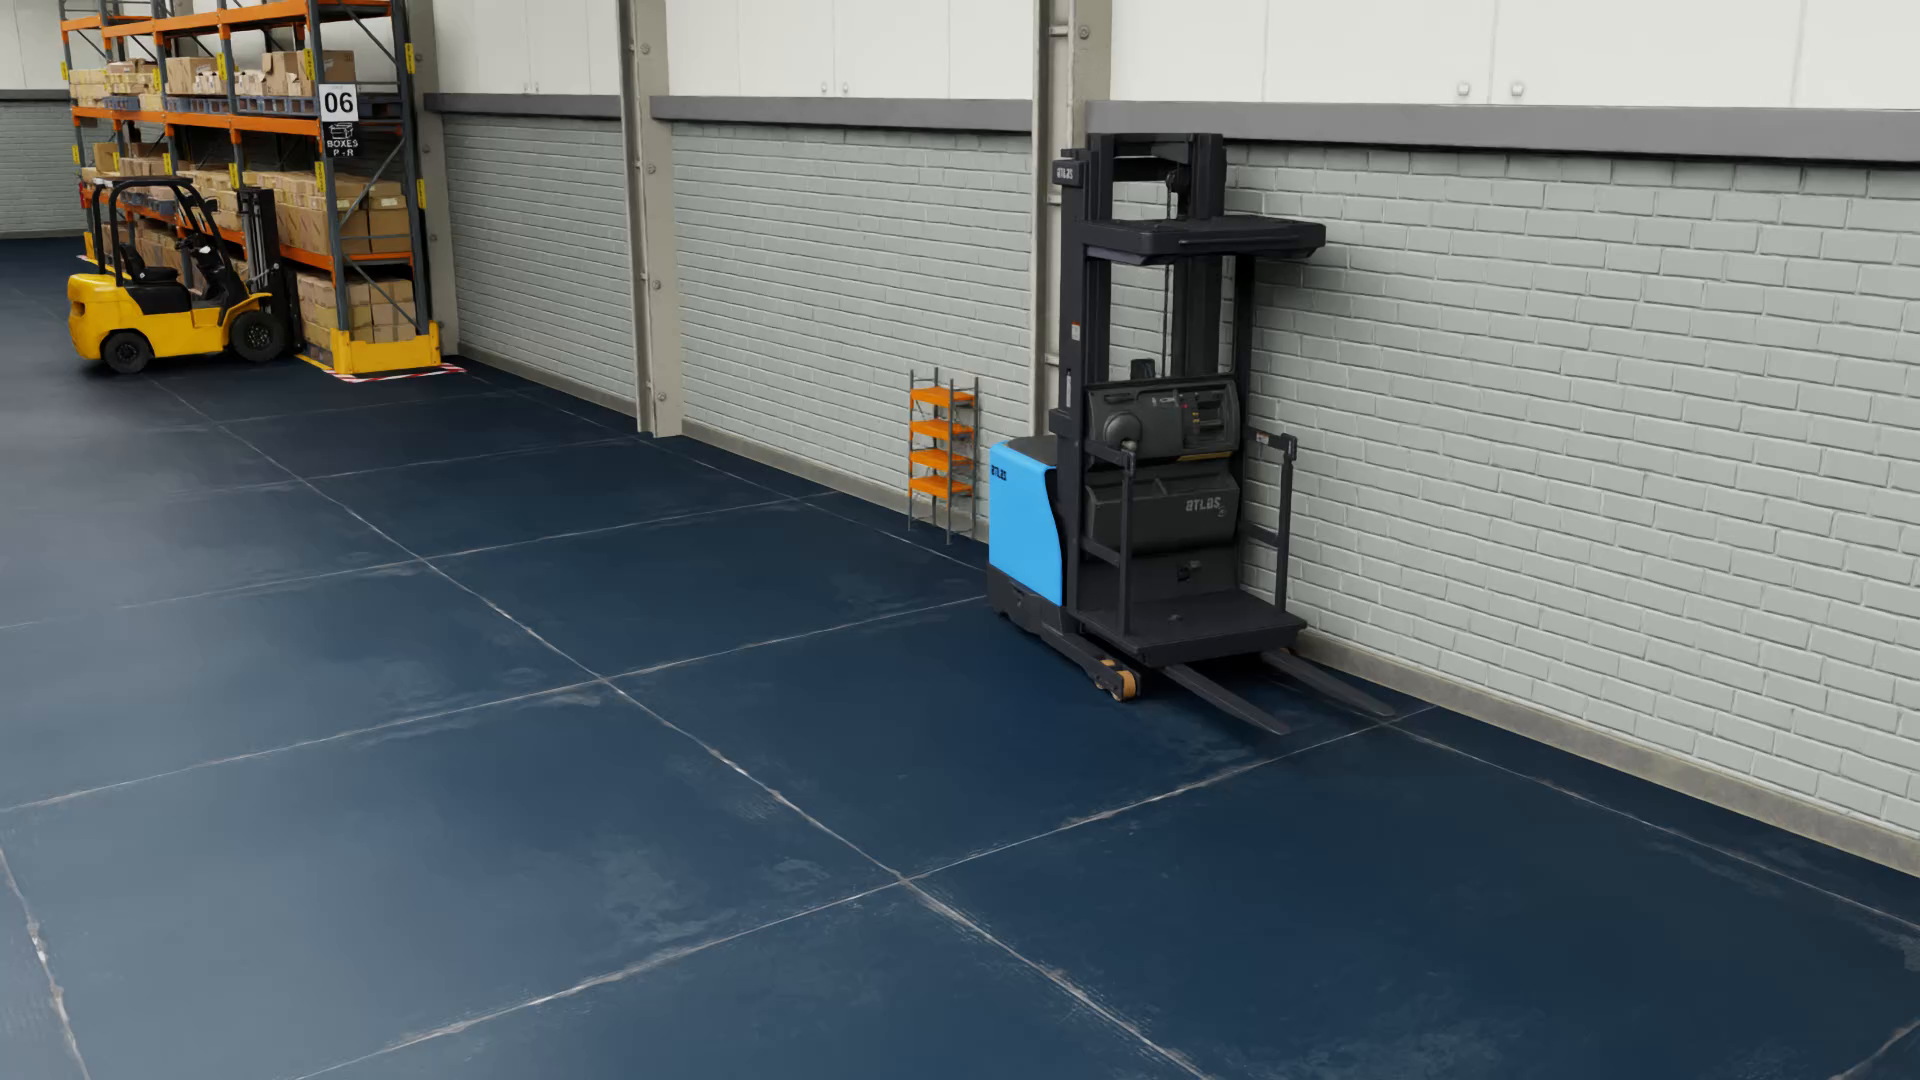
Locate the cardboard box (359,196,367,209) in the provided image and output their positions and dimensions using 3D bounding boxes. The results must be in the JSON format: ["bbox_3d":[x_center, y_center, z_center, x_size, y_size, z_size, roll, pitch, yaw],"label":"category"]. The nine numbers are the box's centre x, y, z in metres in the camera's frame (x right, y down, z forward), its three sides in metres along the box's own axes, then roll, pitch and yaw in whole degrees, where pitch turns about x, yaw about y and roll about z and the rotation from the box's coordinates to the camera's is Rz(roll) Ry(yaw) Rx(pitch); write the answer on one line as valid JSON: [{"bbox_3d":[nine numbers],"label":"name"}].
[{"bbox_3d":[-6.873,-3.978,19.509,0.380,0.149,0.250,-11,19,-35],"label":"cardboard box"}]

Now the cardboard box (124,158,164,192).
[{"bbox_3d":[-13.334,-6.026,27.425,0.700,0.500,0.500,-11,19,-34],"label":"cardboard box"}]

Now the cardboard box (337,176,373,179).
[{"bbox_3d":[-7.388,-4.365,20.360,0.380,0.149,0.250,-11,19,-36],"label":"cardboard box"}]

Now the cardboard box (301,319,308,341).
[{"bbox_3d":[-7.790,-2.605,20.324,0.500,0.250,0.500,-11,19,-34],"label":"cardboard box"}]

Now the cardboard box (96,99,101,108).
[{"bbox_3d":[-14.912,-7.659,29.172,0.380,0.149,0.250,-11,19,-34],"label":"cardboard box"}]

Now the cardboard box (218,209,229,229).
[{"bbox_3d":[-9.847,-4.416,22.814,0.500,0.250,0.500,-11,19,-35],"label":"cardboard box"}]

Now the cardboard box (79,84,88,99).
[{"bbox_3d":[-15.448,-8.042,29.815,0.500,0.250,0.500,-12,19,-36],"label":"cardboard box"}]

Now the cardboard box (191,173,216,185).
[{"bbox_3d":[-10.948,-5.255,24.177,0.380,0.149,0.250,-11,19,-34],"label":"cardboard box"}]

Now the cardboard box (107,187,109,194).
[{"bbox_3d":[-15.027,-6.264,29.755,0.380,0.149,0.250,-11,19,-35],"label":"cardboard box"}]

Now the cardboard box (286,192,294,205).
[{"bbox_3d":[-7.891,-4.123,20.040,0.380,0.149,0.250,-11,19,-34],"label":"cardboard box"}]

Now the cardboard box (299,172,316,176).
[{"bbox_3d":[-8.326,-4.684,21.527,0.380,0.149,0.250,-11,19,-35],"label":"cardboard box"}]

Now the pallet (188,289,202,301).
[{"bbox_3d":[-10.938,-3.643,24.985,1.003,0.211,1.213,-11,19,-35],"label":"pallet"}]

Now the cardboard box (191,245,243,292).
[{"bbox_3d":[-11.035,-4.091,25.045,0.875,0.625,0.625,-10,18,-33],"label":"cardboard box"}]

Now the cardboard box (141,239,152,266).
[{"bbox_3d":[-13.319,-4.770,27.762,0.500,0.500,0.500,-11,19,-35],"label":"cardboard box"}]

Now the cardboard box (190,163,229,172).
[{"bbox_3d":[-11.567,-5.554,25.703,0.500,0.500,0.500,-10,18,-32],"label":"cardboard box"}]

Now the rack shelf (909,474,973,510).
[{"bbox_3d":[-0.132,-0.354,12.090,0.258,0.148,0.480,-9,18,-35],"label":"rack shelf"}]

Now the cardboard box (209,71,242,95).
[{"bbox_3d":[-9.661,-6.087,22.134,0.500,0.311,0.500,-12,19,-36],"label":"cardboard box"}]

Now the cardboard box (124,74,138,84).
[{"bbox_3d":[-12.969,-7.292,26.281,0.380,0.149,0.250,-11,19,-34],"label":"cardboard box"}]

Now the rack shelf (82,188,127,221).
[{"bbox_3d":[-14.918,-6.104,30.057,1.077,0.370,4.000,-11,19,-35],"label":"rack shelf"}]

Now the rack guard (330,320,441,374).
[{"bbox_3d":[-6.673,-2.250,19.351,1.175,0.500,0.348,-11,19,-35],"label":"rack guard"}]

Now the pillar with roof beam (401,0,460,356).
[{"bbox_3d":[-9.849,-5.975,16.861,9.100,9.000,0.400,-11,19,-35],"label":"pillar with roof beam"}]

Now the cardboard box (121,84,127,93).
[{"bbox_3d":[-13.144,-7.201,26.513,0.380,0.149,0.250,-10,18,-33],"label":"cardboard box"}]

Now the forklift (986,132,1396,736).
[{"bbox_3d":[1.219,-0.678,9.002,1.130,2.935,3.031,-7,17,-23],"label":"forklift"}]

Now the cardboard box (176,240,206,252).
[{"bbox_3d":[-11.886,-4.545,25.712,0.380,0.149,0.250,-12,19,-37],"label":"cardboard box"}]

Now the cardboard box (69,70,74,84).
[{"bbox_3d":[-16.037,-8.503,30.553,0.500,0.250,0.500,-11,19,-35],"label":"cardboard box"}]

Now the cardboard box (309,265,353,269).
[{"bbox_3d":[-7.996,-3.383,21.273,0.500,0.250,0.500,-11,19,-34],"label":"cardboard box"}]

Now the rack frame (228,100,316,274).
[{"bbox_3d":[-9.039,-4.315,22.161,1.000,3.000,0.127,-11,19,-35],"label":"rack frame"}]

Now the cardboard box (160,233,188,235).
[{"bbox_3d":[-12.746,-4.893,26.983,0.380,0.149,0.250,-11,19,-34],"label":"cardboard box"}]

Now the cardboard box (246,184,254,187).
[{"bbox_3d":[-9.064,-4.567,21.664,0.380,0.149,0.250,-11,19,-35],"label":"cardboard box"}]

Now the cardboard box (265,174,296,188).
[{"bbox_3d":[-8.464,-4.489,20.813,0.380,0.149,0.250,-11,19,-35],"label":"cardboard box"}]

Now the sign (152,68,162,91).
[{"bbox_3d":[-11.831,-6.782,24.511,0.100,0.325,0.005,-11,19,-35],"label":"sign"}]

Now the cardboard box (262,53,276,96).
[{"bbox_3d":[-7.979,-5.630,20.103,0.797,0.503,0.637,-10,18,-33],"label":"cardboard box"}]

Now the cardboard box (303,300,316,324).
[{"bbox_3d":[-7.512,-2.743,19.881,0.500,0.250,0.500,-11,19,-35],"label":"cardboard box"}]

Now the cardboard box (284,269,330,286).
[{"bbox_3d":[-8.111,-3.193,20.580,0.500,0.250,0.500,-11,19,-36],"label":"cardboard box"}]

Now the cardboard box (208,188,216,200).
[{"bbox_3d":[-10.138,-4.768,23.152,0.500,0.250,0.500,-10,18,-33],"label":"cardboard box"}]

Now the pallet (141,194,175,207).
[{"bbox_3d":[-12.538,-5.491,26.821,1.003,0.211,1.213,-11,19,-35],"label":"pallet"}]

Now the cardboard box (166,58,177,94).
[{"bbox_3d":[-11.162,-6.723,24.100,0.500,0.500,0.500,-11,19,-34],"label":"cardboard box"}]

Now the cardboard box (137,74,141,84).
[{"bbox_3d":[-12.595,-7.184,25.926,0.380,0.149,0.250,-11,19,-34],"label":"cardboard box"}]

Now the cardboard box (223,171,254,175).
[{"bbox_3d":[-10.688,-5.389,24.666,0.380,0.149,0.250,-11,19,-35],"label":"cardboard box"}]

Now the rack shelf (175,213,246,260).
[{"bbox_3d":[-10.215,-4.395,23.816,1.077,0.370,4.000,-11,19,-35],"label":"rack shelf"}]

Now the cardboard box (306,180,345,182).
[{"bbox_3d":[-7.500,-4.174,19.662,0.380,0.149,0.250,-11,19,-34],"label":"cardboard box"}]

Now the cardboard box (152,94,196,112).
[{"bbox_3d":[-11.889,-6.616,25.168,0.500,0.250,0.500,-12,19,-36],"label":"cardboard box"}]

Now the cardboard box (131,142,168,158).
[{"bbox_3d":[-14.403,-6.816,29.596,0.500,0.500,0.500,-11,19,-36],"label":"cardboard box"}]

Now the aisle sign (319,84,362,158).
[{"bbox_3d":[-6.886,-4.655,18.479,0.394,0.787,0.004,-11,19,-35],"label":"aisle sign"}]

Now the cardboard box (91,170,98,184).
[{"bbox_3d":[-15.448,-6.595,30.210,0.500,0.250,0.500,-11,19,-36],"label":"cardboard box"}]

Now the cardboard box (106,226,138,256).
[{"bbox_3d":[-15.110,-5.412,30.108,0.500,0.500,0.500,-10,18,-34],"label":"cardboard box"}]

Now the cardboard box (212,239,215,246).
[{"bbox_3d":[-11.580,-4.700,26.276,0.380,0.149,0.250,-10,18,-33],"label":"cardboard box"}]

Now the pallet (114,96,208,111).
[{"bbox_3d":[-12.803,-7.009,26.675,1.213,0.211,1.003,-11,19,-35],"label":"pallet"}]

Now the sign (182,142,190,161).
[{"bbox_3d":[-13.296,-6.669,28.567,0.100,0.325,0.005,-11,19,-35],"label":"sign"}]

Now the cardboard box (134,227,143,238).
[{"bbox_3d":[-13.747,-5.215,28.160,0.380,0.149,0.250,-10,18,-32],"label":"cardboard box"}]

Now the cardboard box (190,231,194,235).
[{"bbox_3d":[-12.497,-5.030,27.482,0.380,0.149,0.250,-11,19,-34],"label":"cardboard box"}]

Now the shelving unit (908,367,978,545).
[{"bbox_3d":[-0.127,-0.611,12.024,0.258,1.200,0.503,-9,18,-35],"label":"shelving unit"}]

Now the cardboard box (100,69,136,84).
[{"bbox_3d":[-14.234,-7.853,28.178,0.500,0.250,0.500,-11,19,-34],"label":"cardboard box"}]
